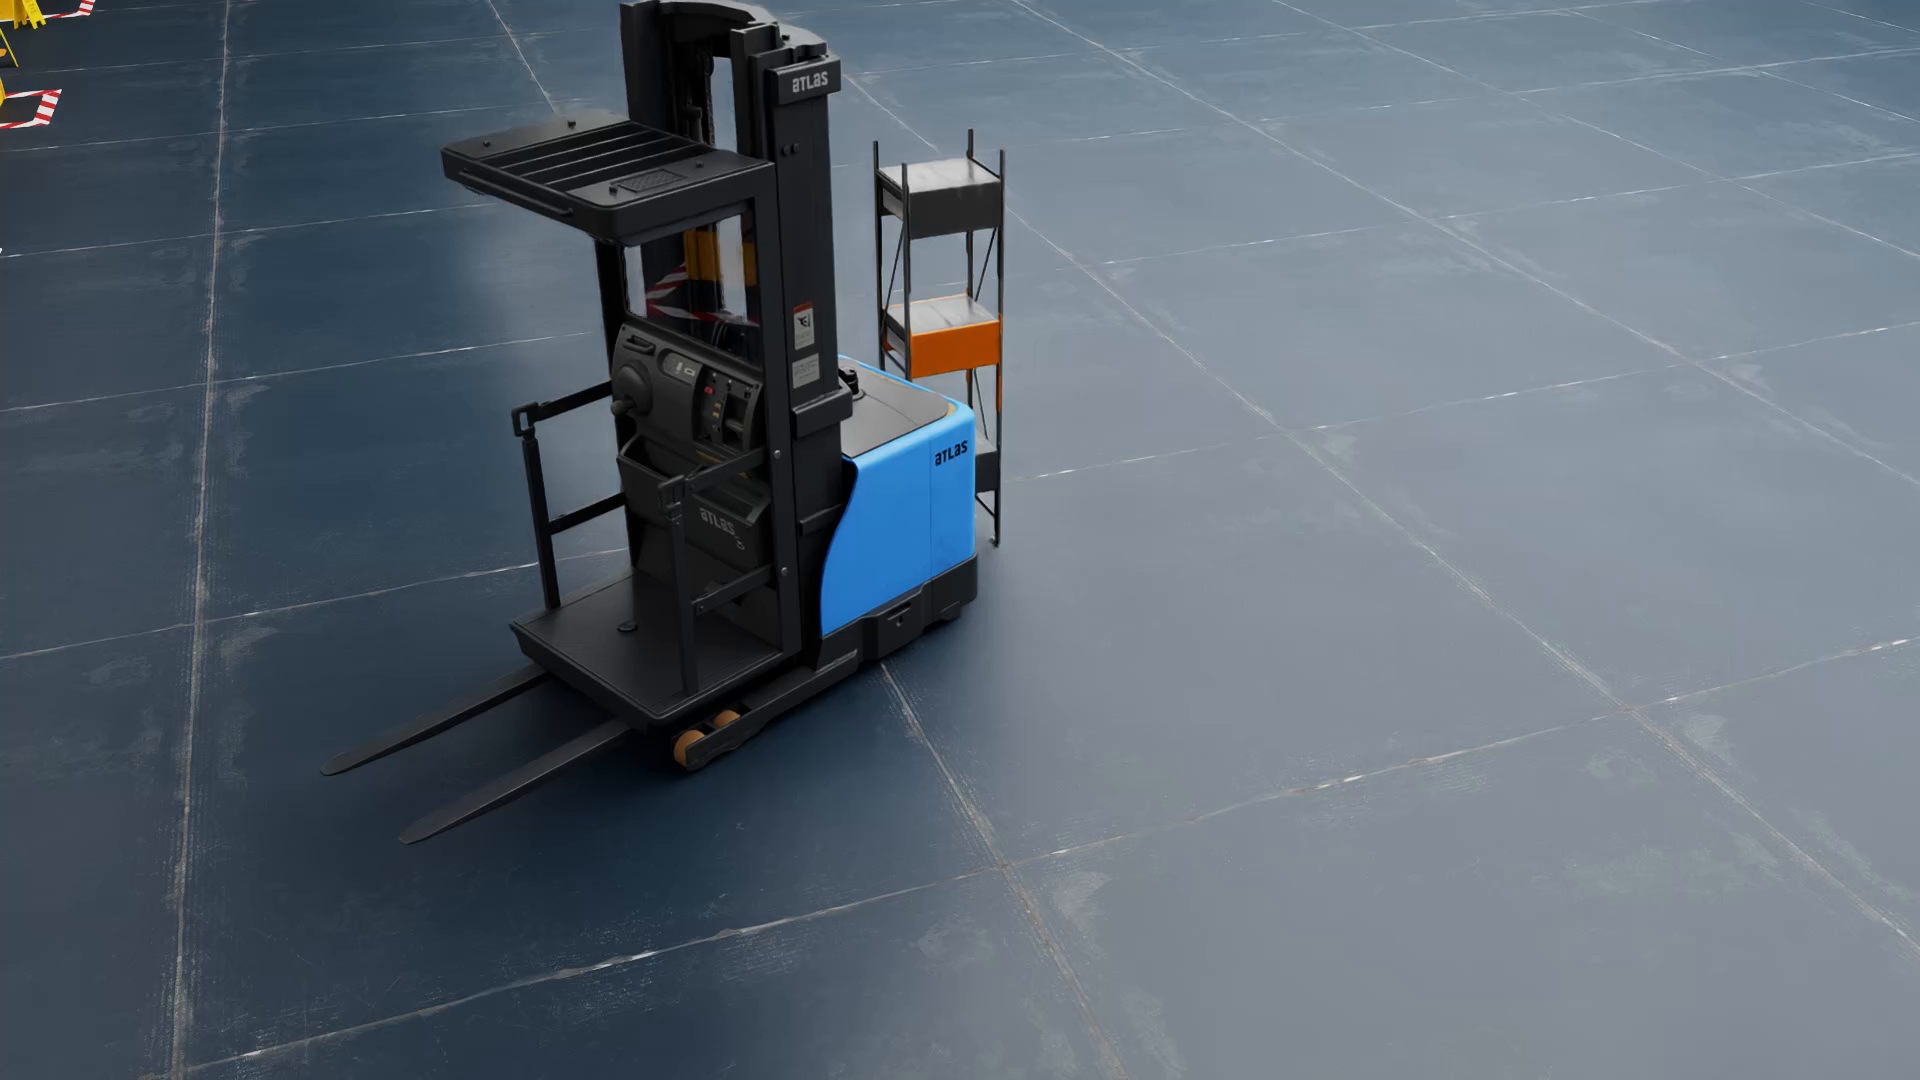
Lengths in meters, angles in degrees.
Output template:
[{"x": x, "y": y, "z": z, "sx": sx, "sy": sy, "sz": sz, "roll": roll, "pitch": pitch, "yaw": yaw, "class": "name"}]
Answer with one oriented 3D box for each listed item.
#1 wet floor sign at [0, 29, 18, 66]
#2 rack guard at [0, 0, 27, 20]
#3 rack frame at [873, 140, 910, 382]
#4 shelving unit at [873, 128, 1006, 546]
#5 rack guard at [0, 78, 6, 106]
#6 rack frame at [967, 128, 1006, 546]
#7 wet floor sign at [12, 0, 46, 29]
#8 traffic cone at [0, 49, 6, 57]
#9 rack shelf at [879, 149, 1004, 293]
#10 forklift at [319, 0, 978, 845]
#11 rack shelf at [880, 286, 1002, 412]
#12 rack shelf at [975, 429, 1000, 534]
[{"x": -10.080, "y": -5.292, "z": 17.387, "sx": 0.232, "sy": 0.644, "sz": 0.267, "roll": -16, "pitch": 33, "yaw": -26, "class": "wet floor sign"}, {"x": -11.309, "y": -6.571, "z": 19.779, "sx": 0.348, "sy": 0.500, "sz": 1.175, "roll": -10, "pitch": 31, "yaw": -18, "class": "rack guard"}, {"x": -0.323, "y": -0.876, "z": 8.167, "sx": 0.015, "sy": 2.100, "sz": 0.400, "roll": -12, "pitch": 32, "yaw": -20, "class": "rack frame"}, {"x": -0.100, "y": -0.925, "z": 8.252, "sx": 0.503, "sy": 2.100, "sz": 0.431, "roll": -12, "pitch": 32, "yaw": -20, "class": "shelving unit"}, {"x": -9.394, "y": -4.310, "z": 15.809, "sx": 0.348, "sy": 0.500, "sz": 1.175, "roll": -10, "pitch": 31, "yaw": -18, "class": "rack guard"}, {"x": 0.124, "y": -0.973, "z": 8.337, "sx": 0.015, "sy": 2.100, "sz": 0.400, "roll": -12, "pitch": 32, "yaw": -20, "class": "rack frame"}, {"x": -10.686, "y": -6.184, "z": 18.953, "sx": 0.232, "sy": 0.644, "sz": 0.267, "roll": 0, "pitch": 30, "yaw": 0, "class": "wet floor sign"}, {"x": -10.485, "y": -5.439, "z": 17.830, "sx": 0.334, "sy": 0.463, "sz": 0.336, "roll": -10, "pitch": 31, "yaw": -18, "class": "traffic cone"}, {"x": -0.100, "y": -1.521, "z": 7.912, "sx": 0.480, "sy": 0.518, "sz": 0.431, "roll": -12, "pitch": 32, "yaw": -20, "class": "rack shelf"}, {"x": -1.293, "y": -0.586, "z": 6.818, "sx": 1.130, "sy": 2.935, "sz": 3.031, "roll": 25, "pitch": 38, "yaw": 37, "class": "forklift"}, {"x": -0.100, "y": -0.913, "z": 8.259, "sx": 0.480, "sy": 0.518, "sz": 0.431, "roll": -12, "pitch": 32, "yaw": -20, "class": "rack shelf"}, {"x": -0.100, "y": -0.305, "z": 8.605, "sx": 0.480, "sy": 0.518, "sz": 0.431, "roll": -12, "pitch": 32, "yaw": -20, "class": "rack shelf"}]
